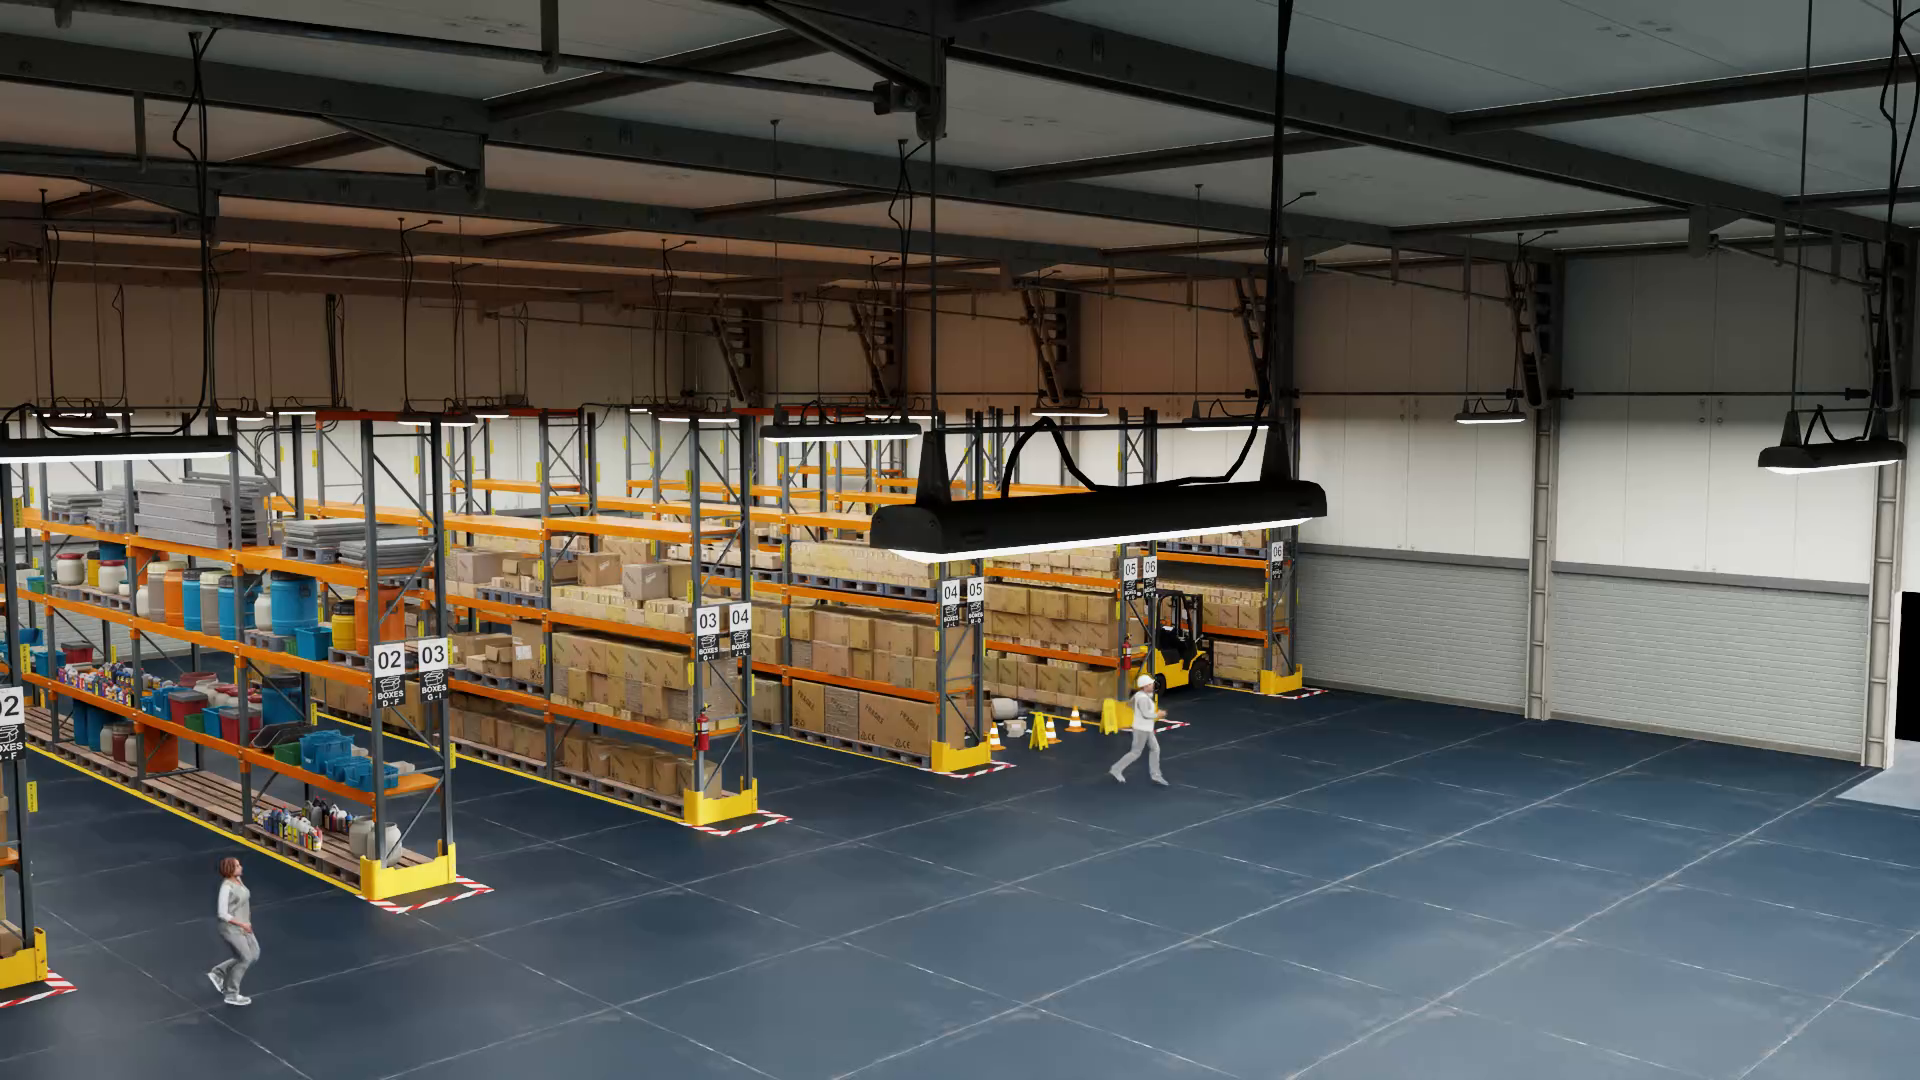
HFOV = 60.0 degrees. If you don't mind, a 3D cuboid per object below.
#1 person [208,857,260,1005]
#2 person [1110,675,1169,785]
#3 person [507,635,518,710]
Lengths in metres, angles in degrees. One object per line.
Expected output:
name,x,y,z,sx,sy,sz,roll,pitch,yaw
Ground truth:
person,-7.537,4.038,17.205,0.494,1.565,0.528,-1,5,-11
person,2.899,3.070,26.832,0.945,1.808,0.665,1,5,7
person,-8.615,2.654,32.137,0.589,1.653,0.528,-5,7,-44
